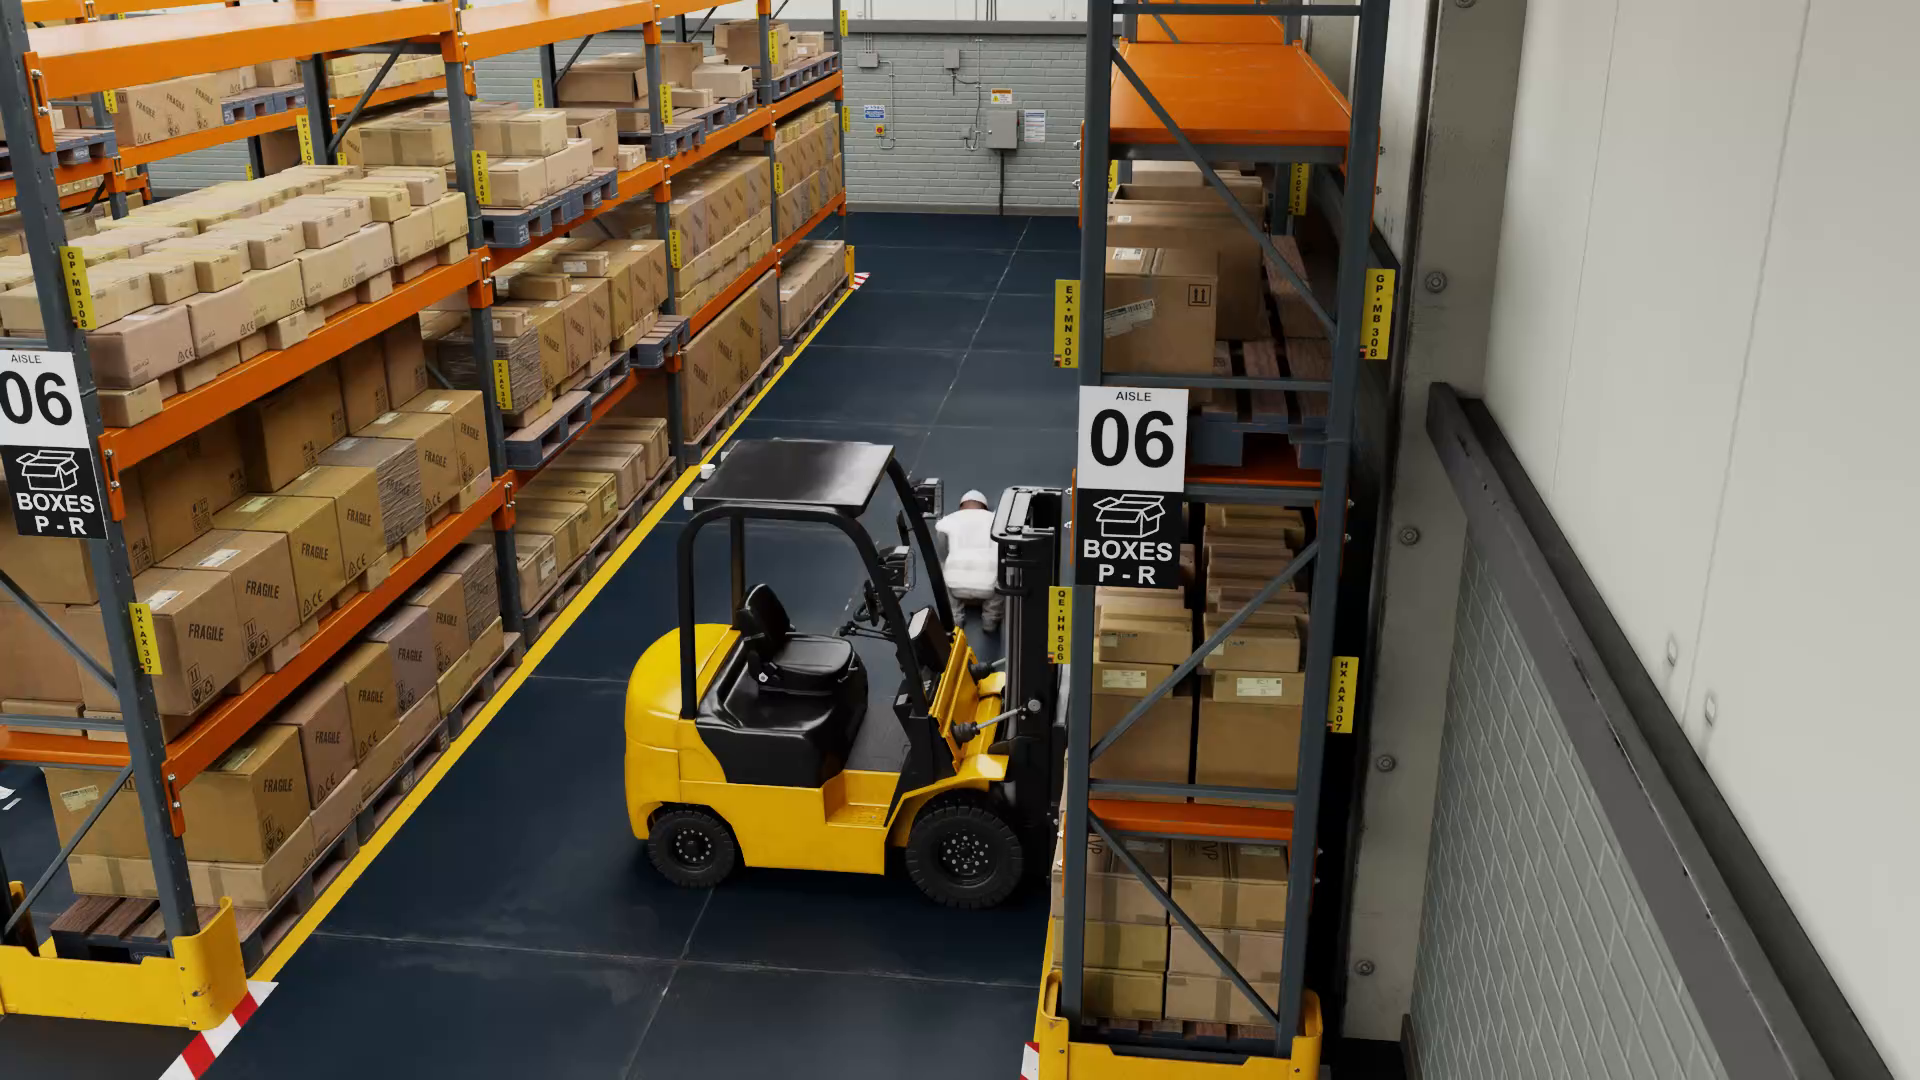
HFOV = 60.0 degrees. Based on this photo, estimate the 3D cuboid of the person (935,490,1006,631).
[{"bbox_3d":[0.094,0.182,11.939,0.569,0.885,0.913,2,21,6],"label":"person"}]
